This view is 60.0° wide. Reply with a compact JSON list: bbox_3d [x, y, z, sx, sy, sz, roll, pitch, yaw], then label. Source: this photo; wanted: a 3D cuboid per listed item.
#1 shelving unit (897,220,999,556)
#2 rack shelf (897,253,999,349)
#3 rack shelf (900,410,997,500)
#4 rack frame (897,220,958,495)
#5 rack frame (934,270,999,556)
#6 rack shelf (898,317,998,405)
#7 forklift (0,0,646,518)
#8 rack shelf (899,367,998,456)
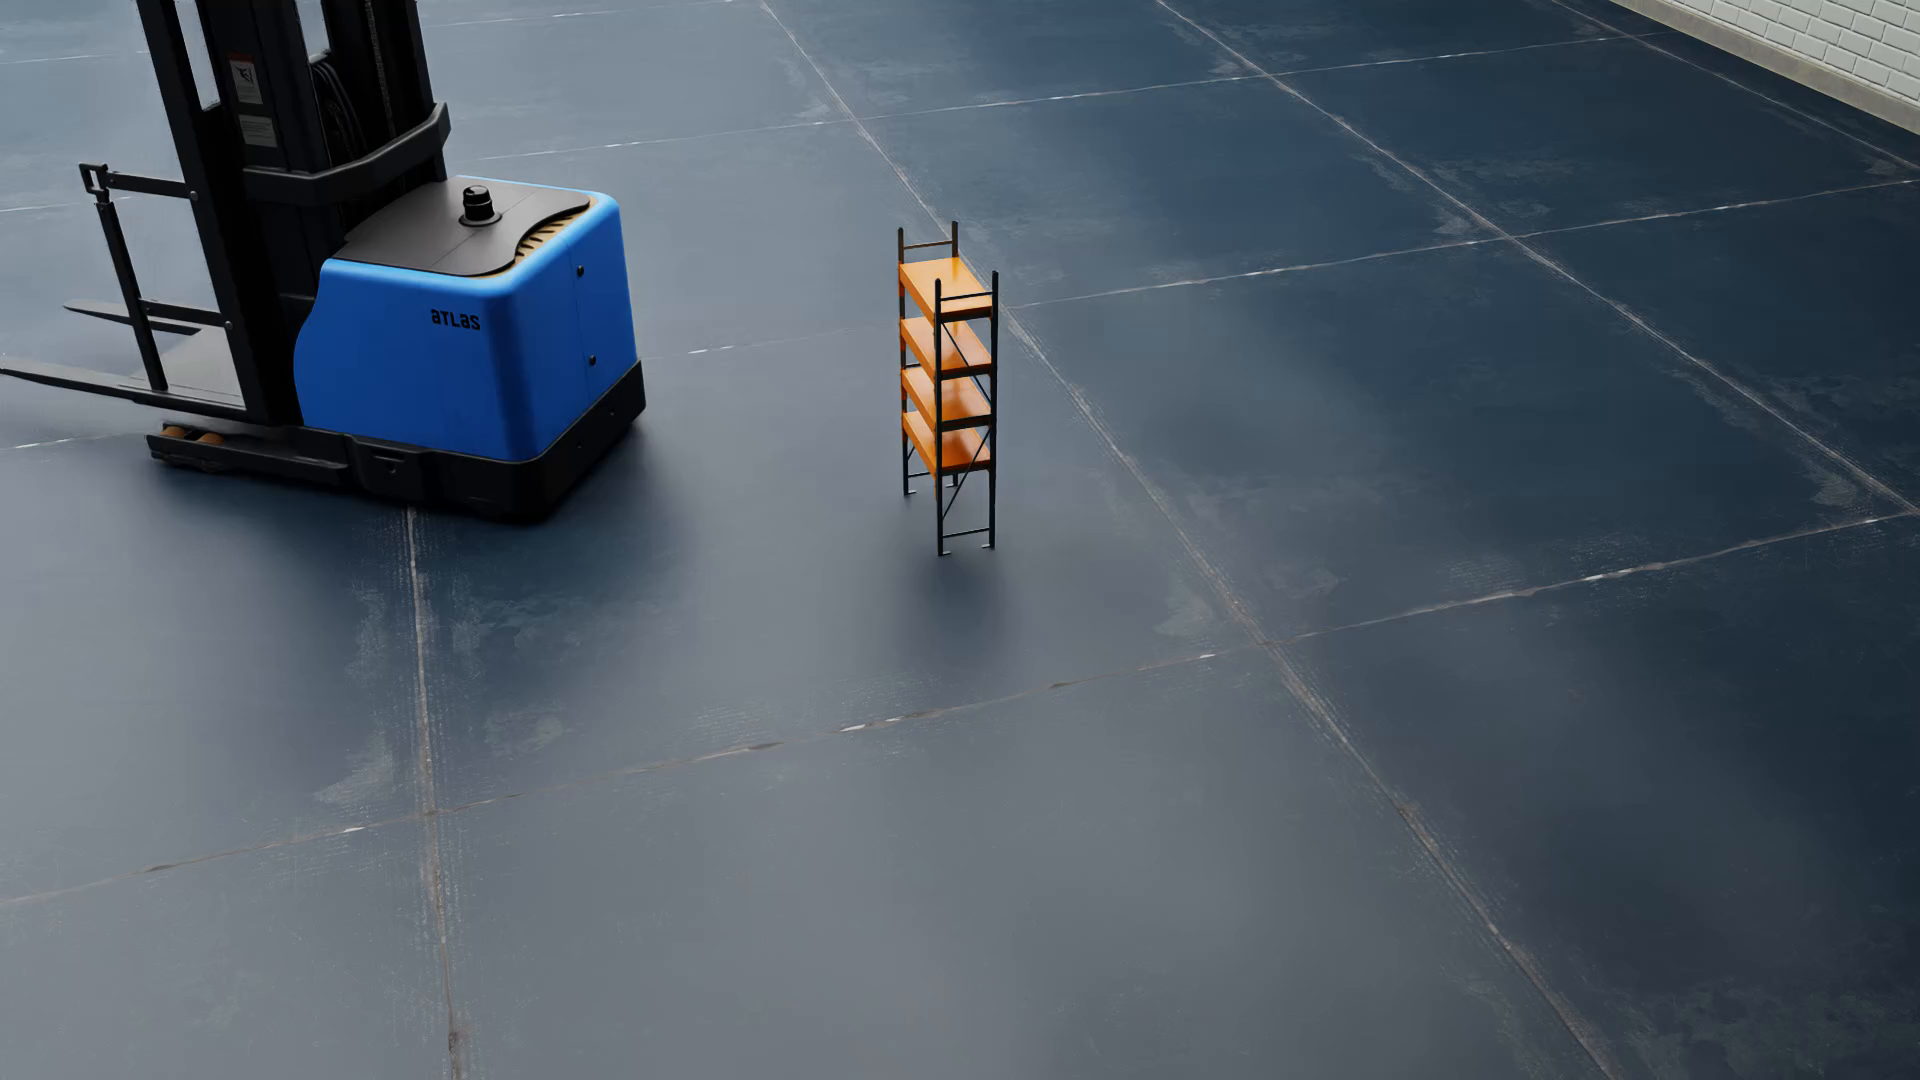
[{"bbox_3d":[-0.050,-0.587,6.551,0.258,1.200,0.503,-10,35,-15],"label":"shelving unit"},{"bbox_3d":[-0.050,-0.915,6.334,0.258,0.148,0.480,-10,35,-15],"label":"rack shelf"},{"bbox_3d":[-0.050,-0.366,6.697,0.258,0.148,0.480,-10,35,-15],"label":"rack shelf"},{"bbox_3d":[-0.125,-0.716,6.745,0.240,1.200,0.015,-10,35,-15],"label":"rack frame"},{"bbox_3d":[0.024,-0.459,6.357,0.240,1.200,0.015,-10,35,-15],"label":"rack frame"},{"bbox_3d":[-0.050,-0.718,6.465,0.258,0.148,0.480,-10,35,-15],"label":"rack shelf"},{"bbox_3d":[-2.998,-1.780,6.785,3.031,2.935,1.130,10,35,15],"label":"forklift"},{"bbox_3d":[-0.050,-0.531,6.588,0.258,0.148,0.480,-10,35,-15],"label":"rack shelf"}]
